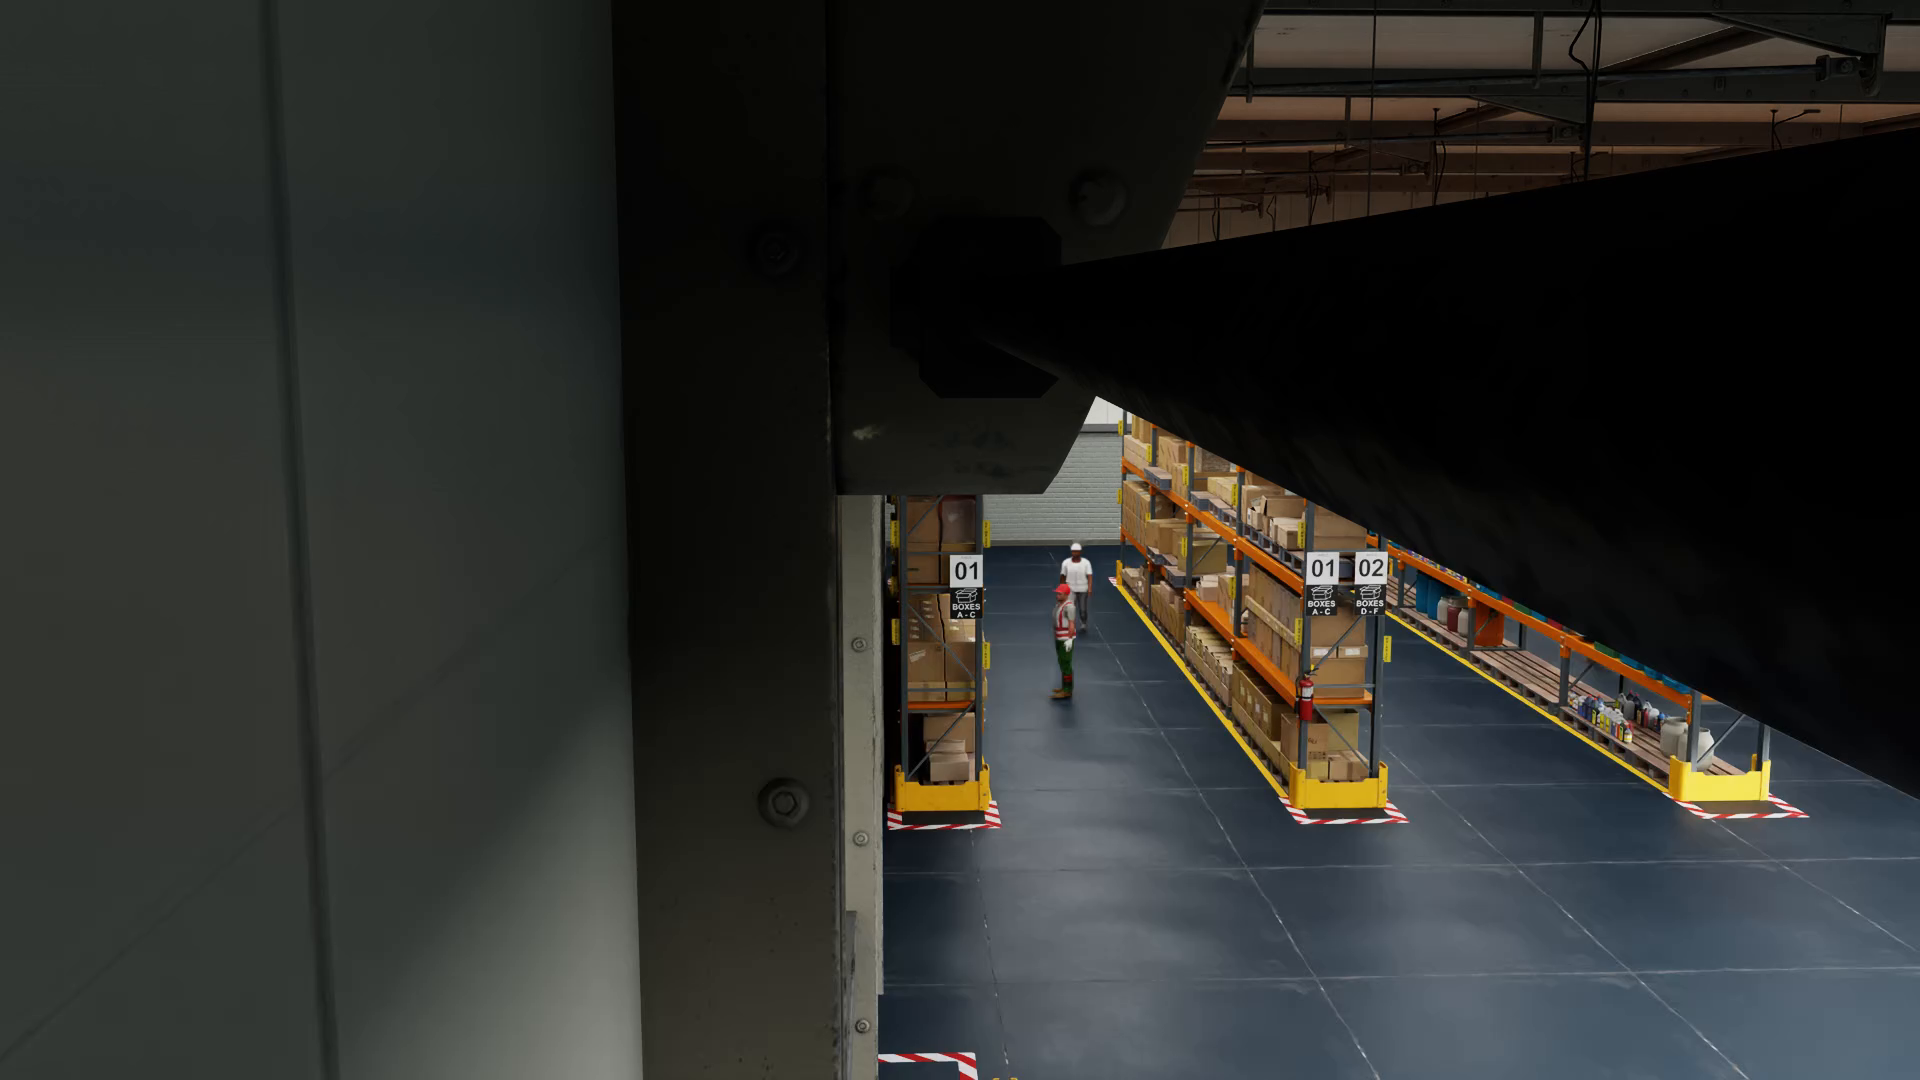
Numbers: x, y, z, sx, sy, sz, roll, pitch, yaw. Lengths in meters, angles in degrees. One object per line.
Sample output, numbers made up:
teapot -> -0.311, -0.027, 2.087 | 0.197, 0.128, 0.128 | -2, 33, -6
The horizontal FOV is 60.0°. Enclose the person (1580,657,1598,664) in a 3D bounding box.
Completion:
person -> 10.898, 1.300, 28.583 | 0.361, 1.670, 0.453 | 1, 8, 5

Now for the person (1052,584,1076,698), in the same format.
person -> 1.603, 1.573, 26.247 | 0.401, 1.792, 0.637 | -3, 9, -18

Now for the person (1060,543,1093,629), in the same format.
person -> 2.165, 0.922, 30.978 | 0.623, 1.730, 1.017 | 2, 9, 10
